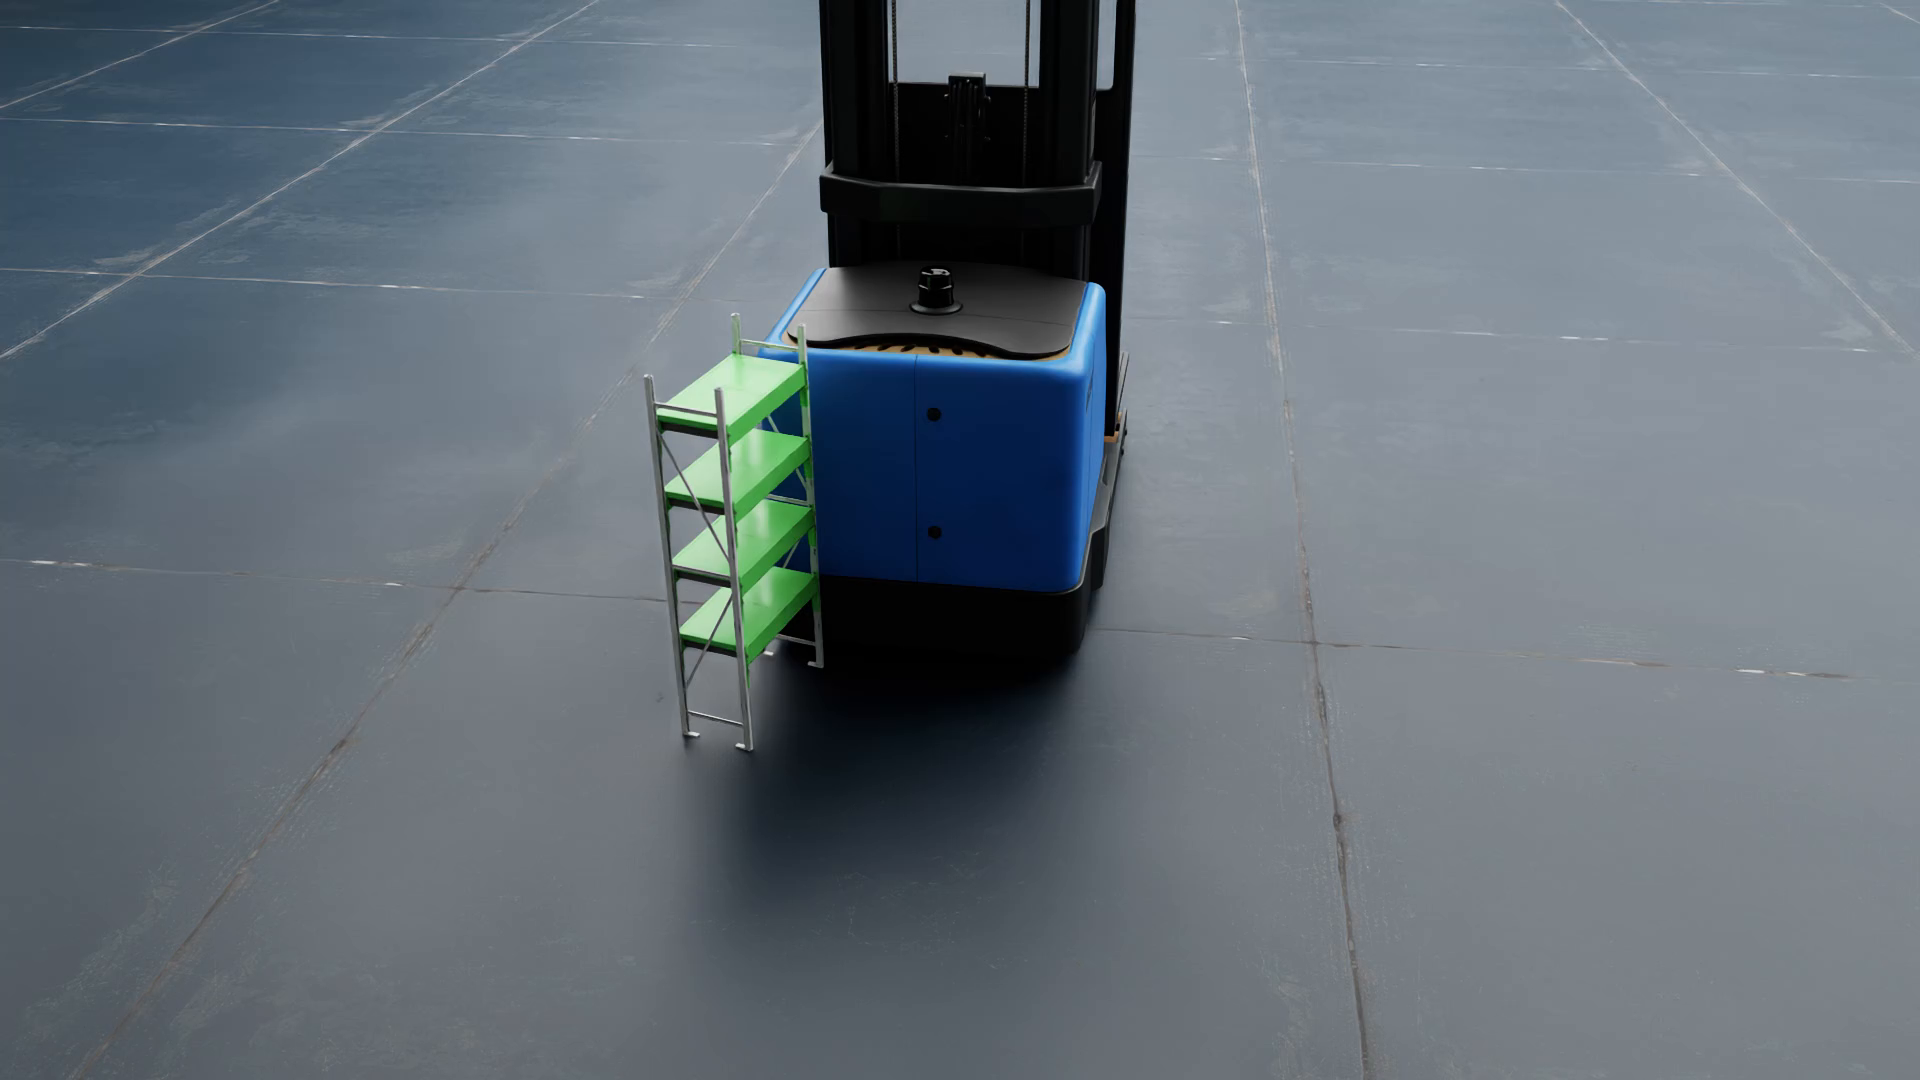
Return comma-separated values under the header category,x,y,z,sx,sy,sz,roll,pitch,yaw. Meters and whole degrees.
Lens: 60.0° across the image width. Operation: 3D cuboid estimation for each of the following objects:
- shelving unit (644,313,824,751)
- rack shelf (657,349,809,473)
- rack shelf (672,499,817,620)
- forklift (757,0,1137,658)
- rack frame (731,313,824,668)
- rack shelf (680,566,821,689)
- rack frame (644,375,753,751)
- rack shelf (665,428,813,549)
category,x,y,z,sx,sy,sz,roll,pitch,yaw
shelving unit,-0.656,-0.016,5.006,0.258,1.200,0.503,11,31,19
rack shelf,-0.658,-0.379,4.803,0.258,0.148,0.480,11,31,19
rack shelf,-0.655,0.039,5.037,0.258,0.148,0.480,11,31,19
forklift,0.097,-1.583,6.099,1.130,2.935,3.031,4,29,8
rack frame,-0.563,-0.127,5.203,0.240,1.200,0.015,11,31,19
rack shelf,-0.654,0.249,5.155,0.258,0.148,0.480,11,31,19
rack frame,-0.748,0.094,4.809,0.240,1.200,0.015,11,31,19
rack shelf,-0.657,-0.170,4.920,0.258,0.148,0.480,11,31,19
